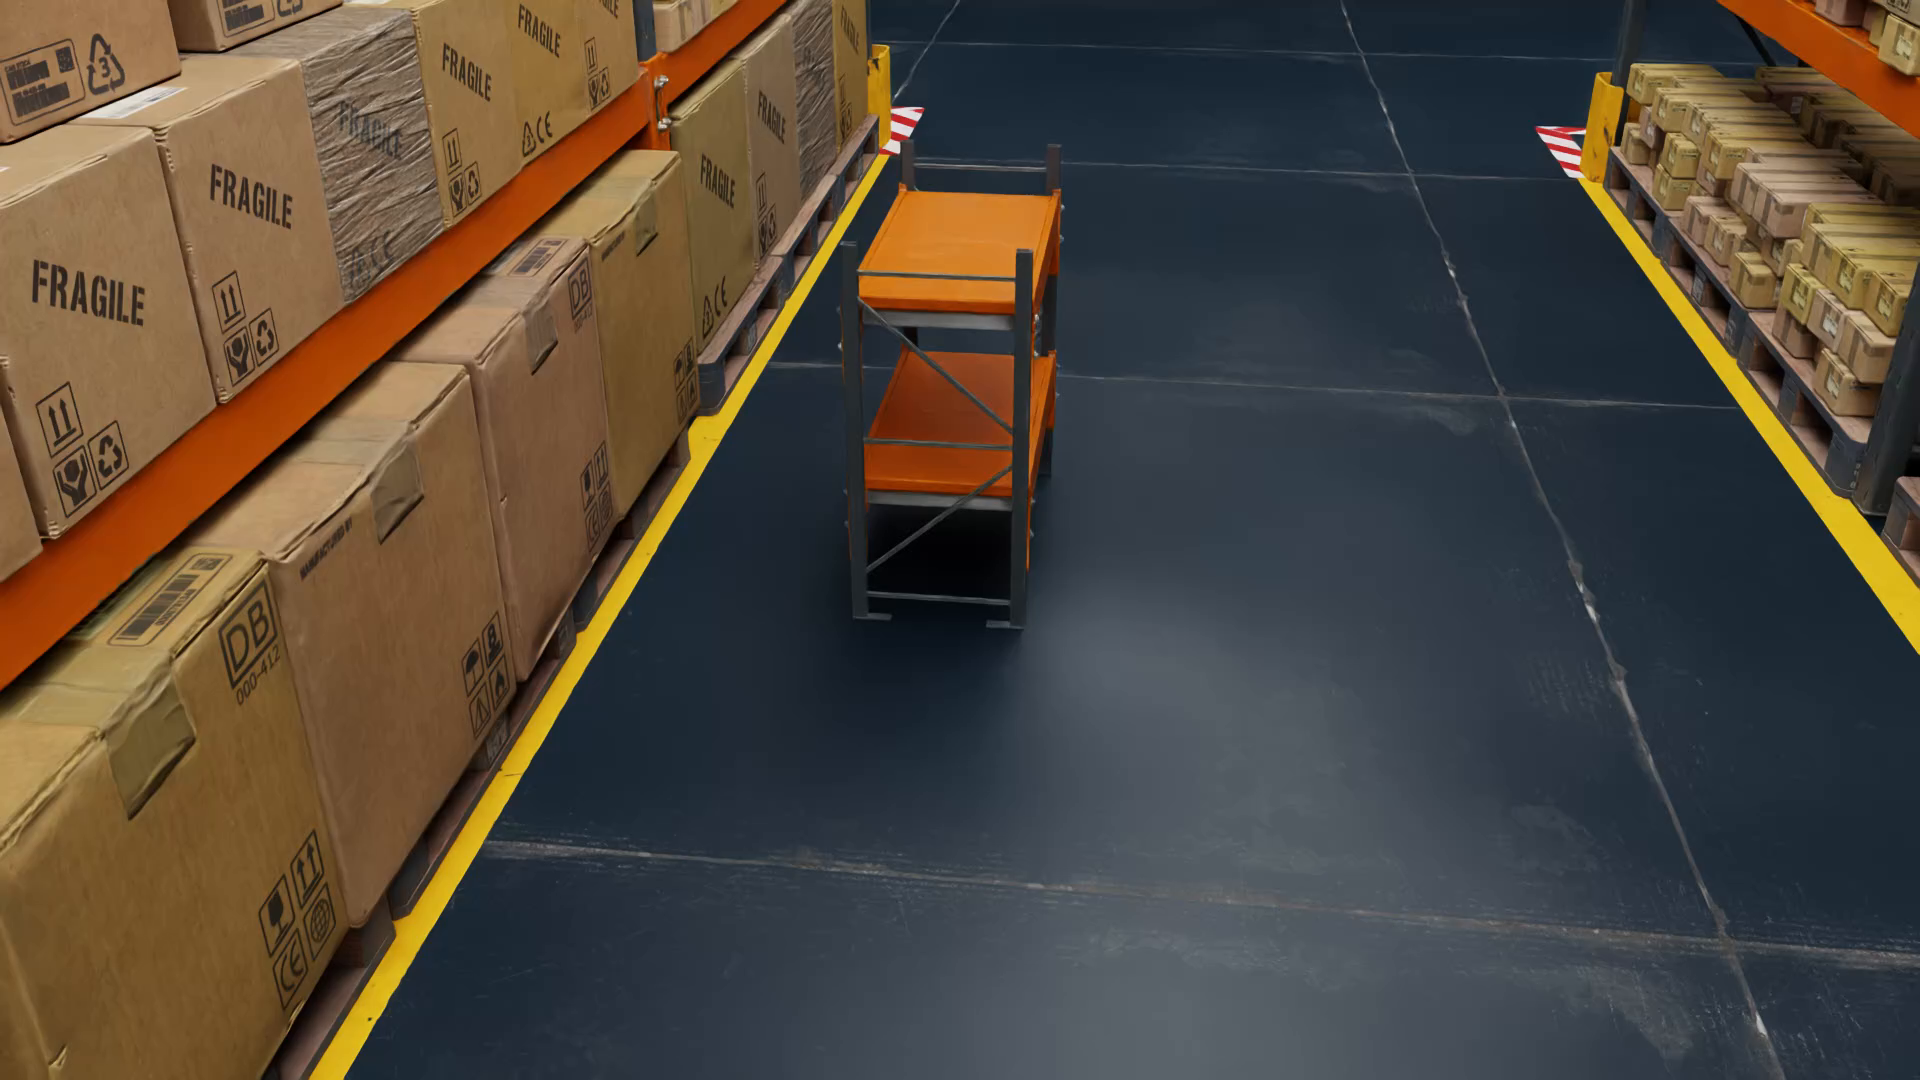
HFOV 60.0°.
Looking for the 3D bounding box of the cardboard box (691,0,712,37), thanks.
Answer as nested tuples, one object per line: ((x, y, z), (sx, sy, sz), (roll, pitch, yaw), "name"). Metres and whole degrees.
((-1.084, -1.862, 5.808), (0.380, 0.149, 0.250), (2, 28, 5), "cardboard box")

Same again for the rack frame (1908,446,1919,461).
((3.424, -1.393, 4.673), (0.949, 2.616, 0.053), (3, 28, 6), "rack frame")

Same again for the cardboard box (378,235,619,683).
((-1.650, -0.255, 4.359), (1.225, 0.875, 0.875), (2, 28, 4), "cardboard box")

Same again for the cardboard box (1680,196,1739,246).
((3.368, -1.381, 7.213), (0.380, 0.149, 0.250), (2, 28, 4), "cardboard box")

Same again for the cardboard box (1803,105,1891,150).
((4.016, -1.841, 7.441), (0.380, 0.149, 0.250), (2, 28, 4), "cardboard box")

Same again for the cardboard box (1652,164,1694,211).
((3.421, -1.618, 7.655), (0.380, 0.149, 0.250), (4, 29, 7), "cardboard box")

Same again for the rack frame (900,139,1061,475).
((0.063, -0.738, 5.433), (0.500, 1.125, 0.032), (3, 28, 6), "rack frame")

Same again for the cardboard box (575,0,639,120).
((-1.269, -1.537, 4.835), (0.500, 0.500, 0.500), (3, 29, 6), "cardboard box")

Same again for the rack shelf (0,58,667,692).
((-1.728, -0.471, 3.720), (1.077, 0.370, 4.000), (3, 28, 6), "rack shelf")

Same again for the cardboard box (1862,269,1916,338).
((3.213, -0.767, 5.448), (0.380, 0.149, 0.250), (4, 29, 8), "cardboard box")

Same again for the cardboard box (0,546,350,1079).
((-1.867, 0.581, 2.807), (1.225, 0.875, 0.875), (2, 28, 4), "cardboard box")

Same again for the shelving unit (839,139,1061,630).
((0.001, -0.498, 4.989), (0.538, 1.125, 1.048), (3, 28, 6), "shelving unit")

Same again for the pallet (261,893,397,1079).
((-1.801, 1.015, 3.144), (1.003, 0.211, 1.213), (3, 28, 6), "pallet")

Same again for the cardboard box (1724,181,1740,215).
((3.498, -1.484, 7.091), (0.380, 0.149, 0.250), (5, 29, 9), "cardboard box")

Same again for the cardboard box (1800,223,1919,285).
((3.228, -1.008, 5.893), (0.380, 0.149, 0.250), (3, 28, 6), "cardboard box")

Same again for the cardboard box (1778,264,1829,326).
((3.187, -0.876, 5.962), (0.380, 0.149, 0.250), (2, 28, 4), "cardboard box")

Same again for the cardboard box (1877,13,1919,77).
((3.154, -1.558, 5.244), (0.380, 0.149, 0.250), (3, 28, 5), "cardboard box")

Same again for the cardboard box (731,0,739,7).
((-1.022, -2.110, 6.268), (0.380, 0.149, 0.250), (3, 28, 5), "cardboard box")

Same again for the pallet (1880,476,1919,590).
((3.334, 0.201, 4.654), (1.003, 0.211, 1.213), (3, 28, 6), "pallet")

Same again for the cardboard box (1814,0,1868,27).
((3.305, -1.930, 5.935), (0.380, 0.149, 0.250), (2, 28, 4), "cardboard box")

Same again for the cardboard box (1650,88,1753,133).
((3.444, -1.993, 7.722), (0.380, 0.149, 0.250), (3, 28, 6), "cardboard box")

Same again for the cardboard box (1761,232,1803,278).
((3.327, -1.109, 6.396), (0.380, 0.149, 0.250), (4, 29, 7), "cardboard box")

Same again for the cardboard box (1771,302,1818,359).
((3.221, -0.773, 6.085), (0.380, 0.149, 0.250), (2, 28, 5), "cardboard box")

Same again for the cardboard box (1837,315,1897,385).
((3.151, -0.621, 5.489), (0.380, 0.149, 0.250), (4, 29, 7), "cardboard box")

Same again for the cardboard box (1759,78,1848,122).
((4.017, -2.089, 7.900), (0.380, 0.149, 0.250), (4, 29, 7), "cardboard box")

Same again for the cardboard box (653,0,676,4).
((-1.165, -2.000, 5.644), (0.500, 0.250, 0.500), (3, 28, 5), "cardboard box")

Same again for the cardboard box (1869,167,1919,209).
((3.823, -1.355, 6.539), (0.380, 0.149, 0.250), (2, 28, 4), "cardboard box")

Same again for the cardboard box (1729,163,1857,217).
((3.300, -1.386, 6.595), (0.380, 0.149, 0.250), (2, 28, 4), "cardboard box")

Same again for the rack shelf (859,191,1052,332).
((0.001, -0.821, 4.816), (0.459, 0.093, 0.952), (3, 28, 6), "rack shelf")

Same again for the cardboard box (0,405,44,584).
((-1.643, -0.103, 2.173), (0.500, 0.500, 0.500), (4, 29, 8), "cardboard box")

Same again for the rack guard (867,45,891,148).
((-0.989, -2.523, 9.405), (1.175, 0.500, 0.348), (3, 28, 6), "rack guard")

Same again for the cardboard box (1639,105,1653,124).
((3.599, -2.105, 8.244), (0.380, 0.149, 0.250), (5, 29, 8), "cardboard box")

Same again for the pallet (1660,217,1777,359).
((3.622, -1.059, 6.994), (1.003, 0.211, 1.213), (3, 28, 6), "pallet")

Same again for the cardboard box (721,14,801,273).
((-1.212, -1.708, 7.055), (0.875, 0.875, 0.875), (3, 28, 6), "cardboard box")

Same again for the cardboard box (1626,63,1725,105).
((3.516, -2.241, 8.182), (0.380, 0.149, 0.250), (2, 28, 4), "cardboard box")

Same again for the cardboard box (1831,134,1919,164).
((3.896, -1.594, 6.982), (0.380, 0.149, 0.250), (2, 28, 4), "cardboard box")

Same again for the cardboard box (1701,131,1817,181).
((3.375, -1.620, 7.030), (0.380, 0.149, 0.250), (4, 29, 7), "cardboard box")

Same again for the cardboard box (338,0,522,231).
((-1.393, -1.058, 3.946), (0.500, 0.500, 0.500), (3, 28, 6), "cardboard box")

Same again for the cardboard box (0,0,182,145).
((-1.784, -0.981, 2.746), (0.797, 0.503, 0.637), (4, 29, 7), "cardboard box")
